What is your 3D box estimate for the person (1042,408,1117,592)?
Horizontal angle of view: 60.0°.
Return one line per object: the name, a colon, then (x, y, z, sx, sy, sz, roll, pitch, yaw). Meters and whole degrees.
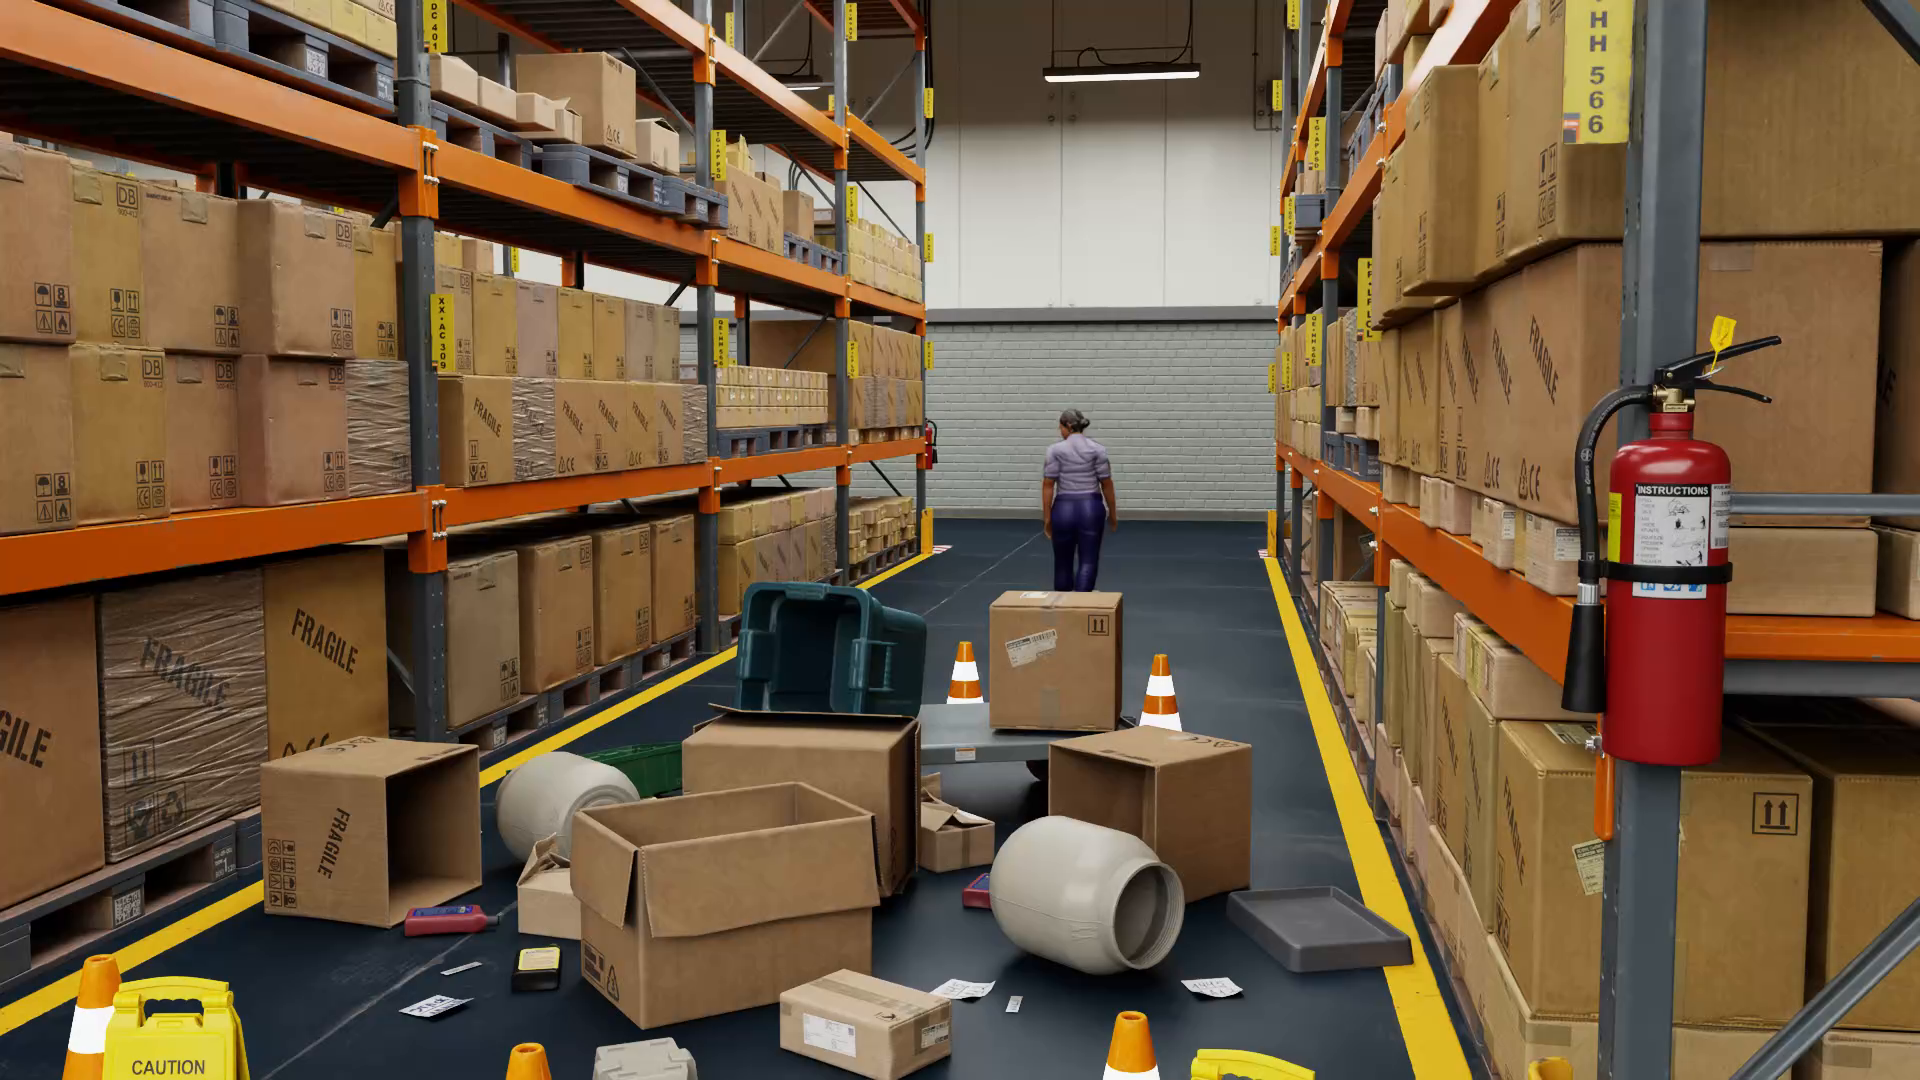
person: (0.885, -0.154, 12.249, 0.513, 1.626, 0.746, 1, 5, 16)
